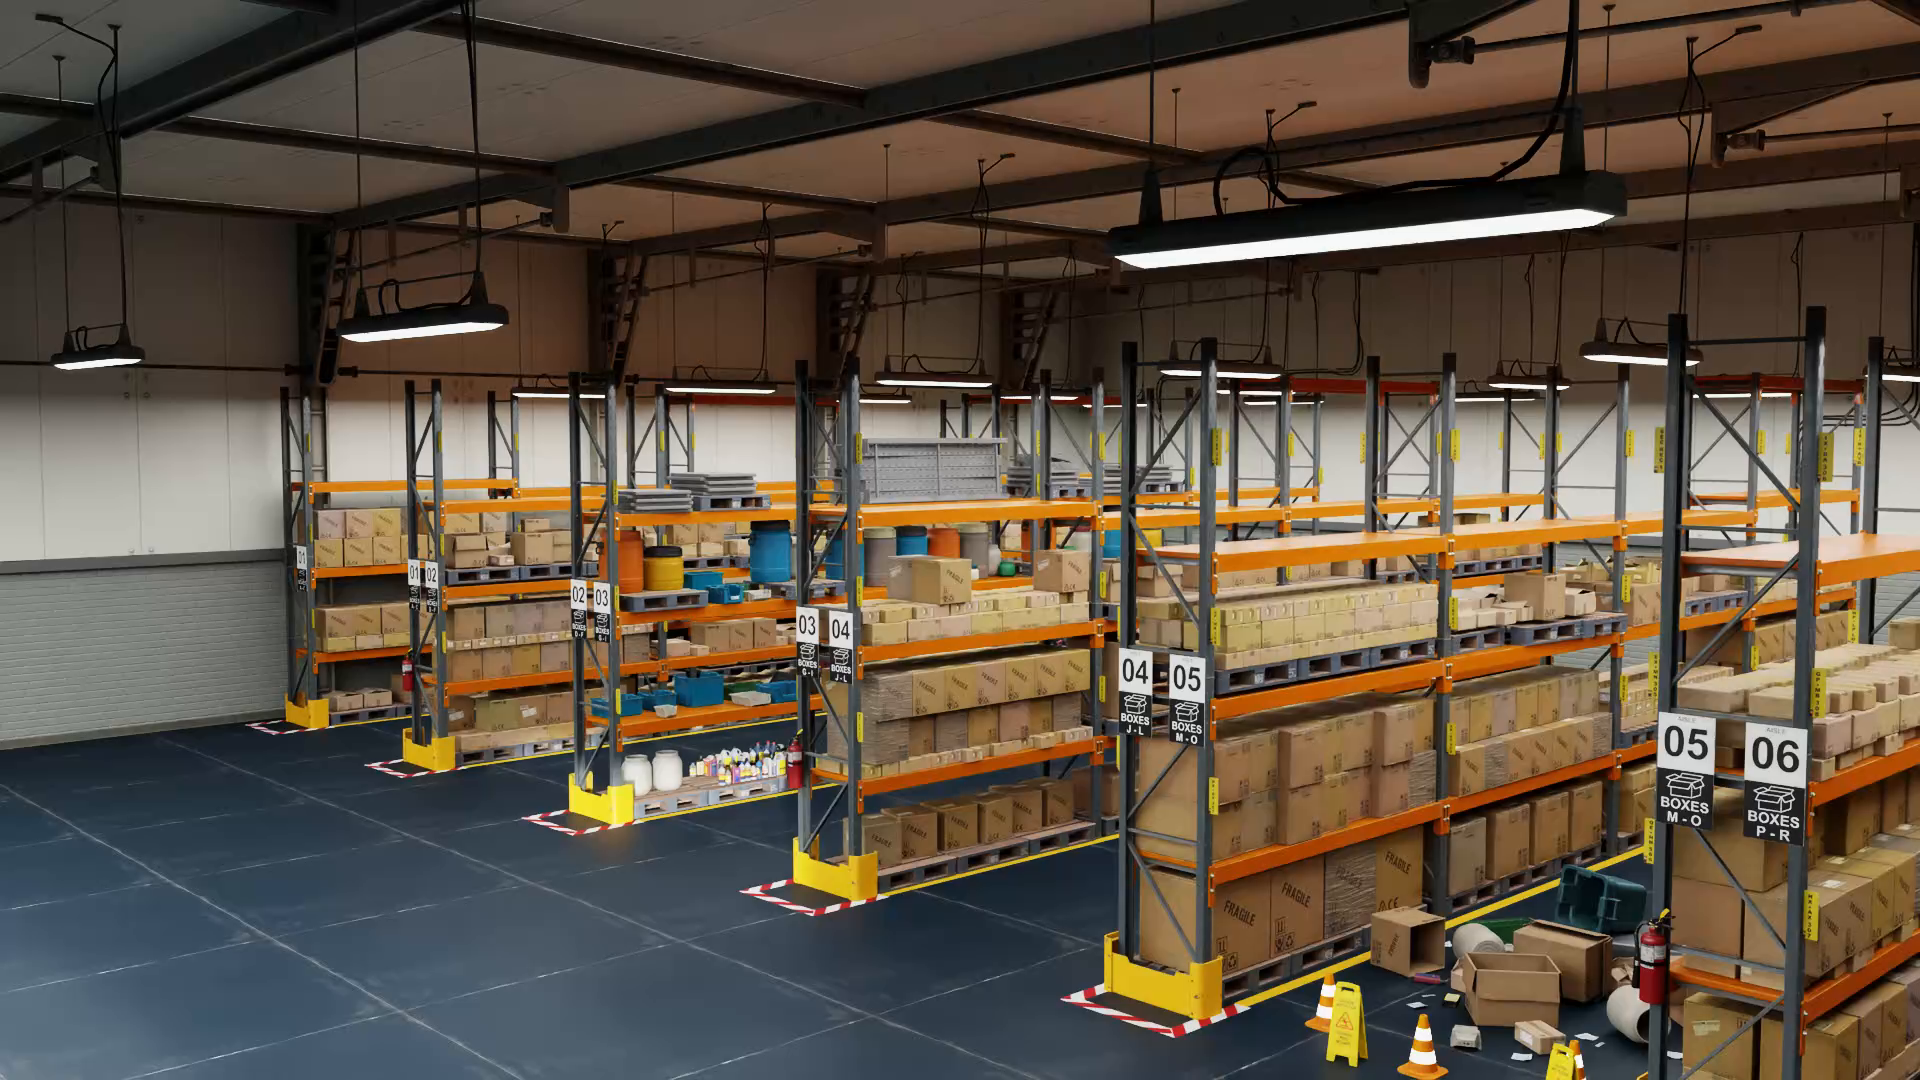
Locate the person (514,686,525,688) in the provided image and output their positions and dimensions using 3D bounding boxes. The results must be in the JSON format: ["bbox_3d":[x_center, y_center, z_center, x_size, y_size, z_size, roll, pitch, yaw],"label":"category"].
[{"bbox_3d":[-7.781,2.470,29.573,0.647,1.625,0.529,2,4,23],"label":"person"}]
